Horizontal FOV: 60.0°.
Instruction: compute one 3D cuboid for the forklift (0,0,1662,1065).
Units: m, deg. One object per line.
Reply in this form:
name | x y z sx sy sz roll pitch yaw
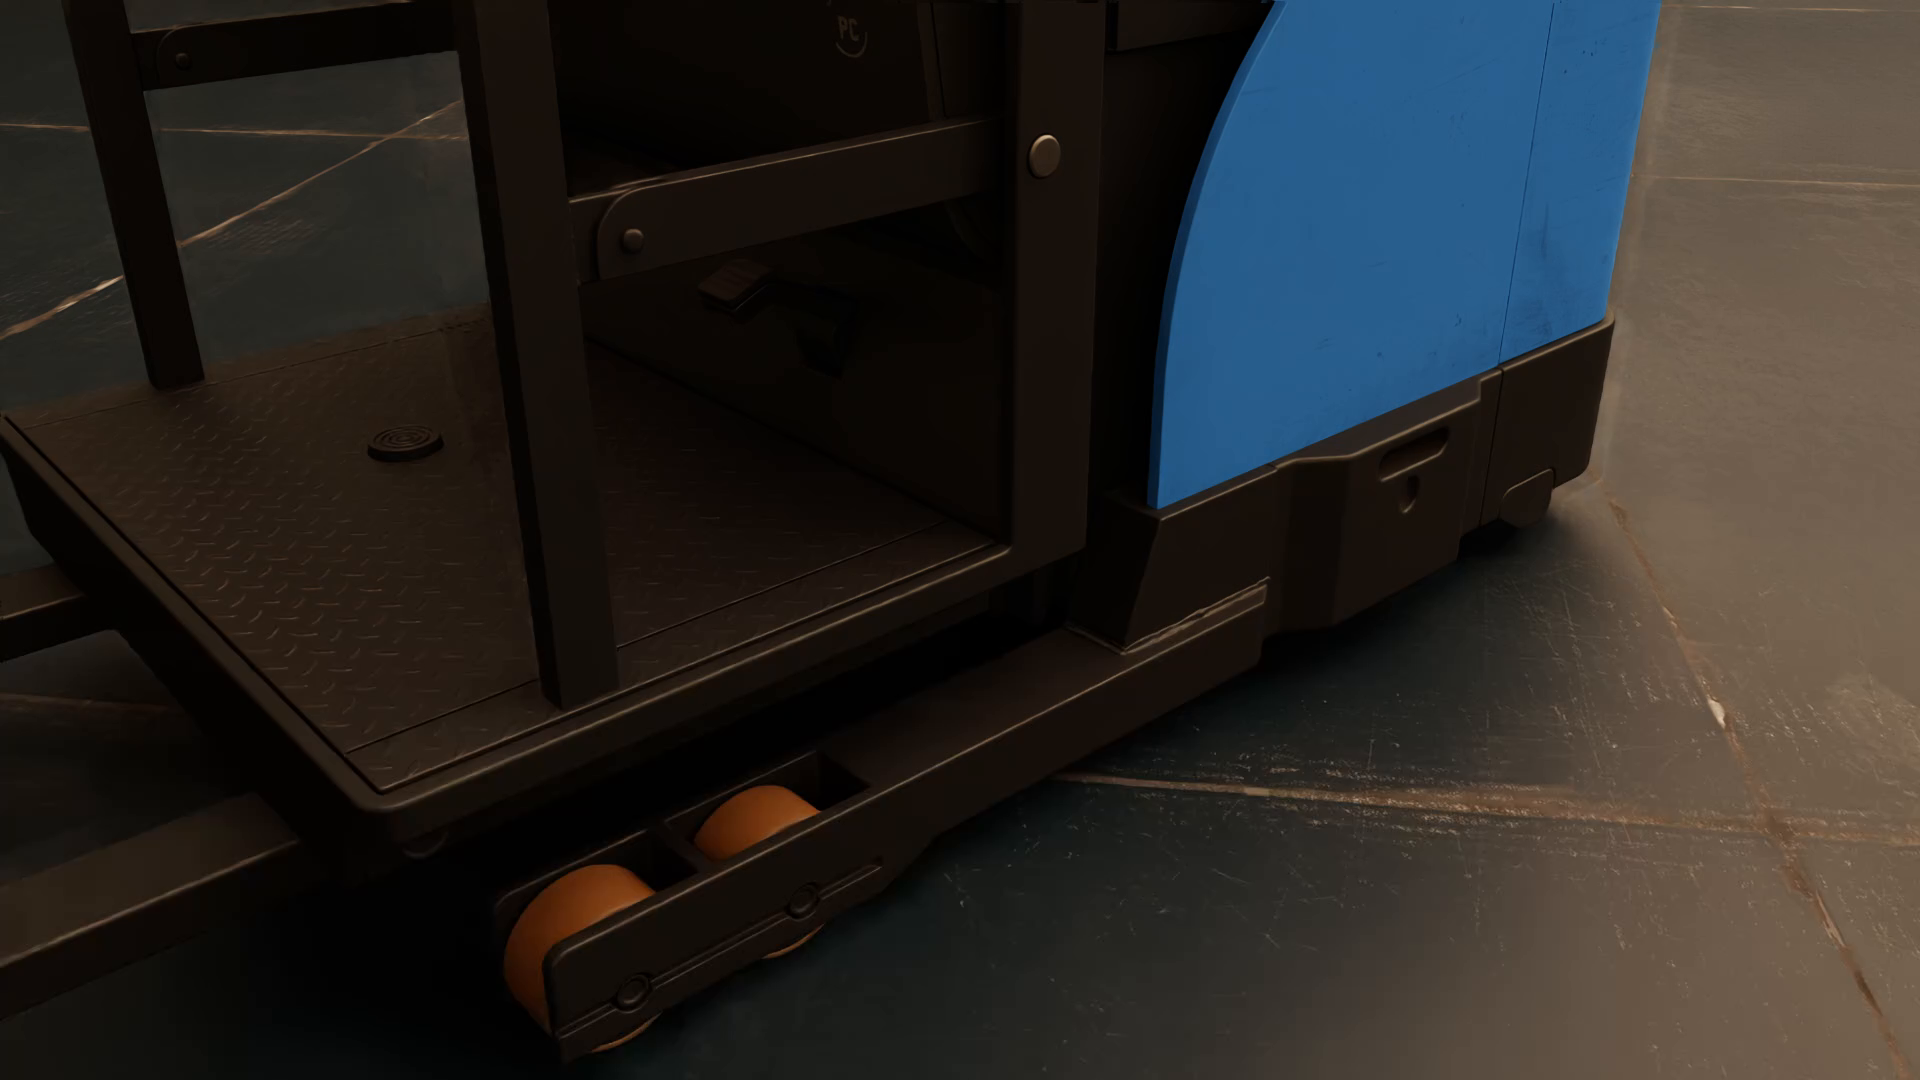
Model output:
forklift | -0.457 -1.101 1.424 3.031 2.935 1.130 -22 34 -37
